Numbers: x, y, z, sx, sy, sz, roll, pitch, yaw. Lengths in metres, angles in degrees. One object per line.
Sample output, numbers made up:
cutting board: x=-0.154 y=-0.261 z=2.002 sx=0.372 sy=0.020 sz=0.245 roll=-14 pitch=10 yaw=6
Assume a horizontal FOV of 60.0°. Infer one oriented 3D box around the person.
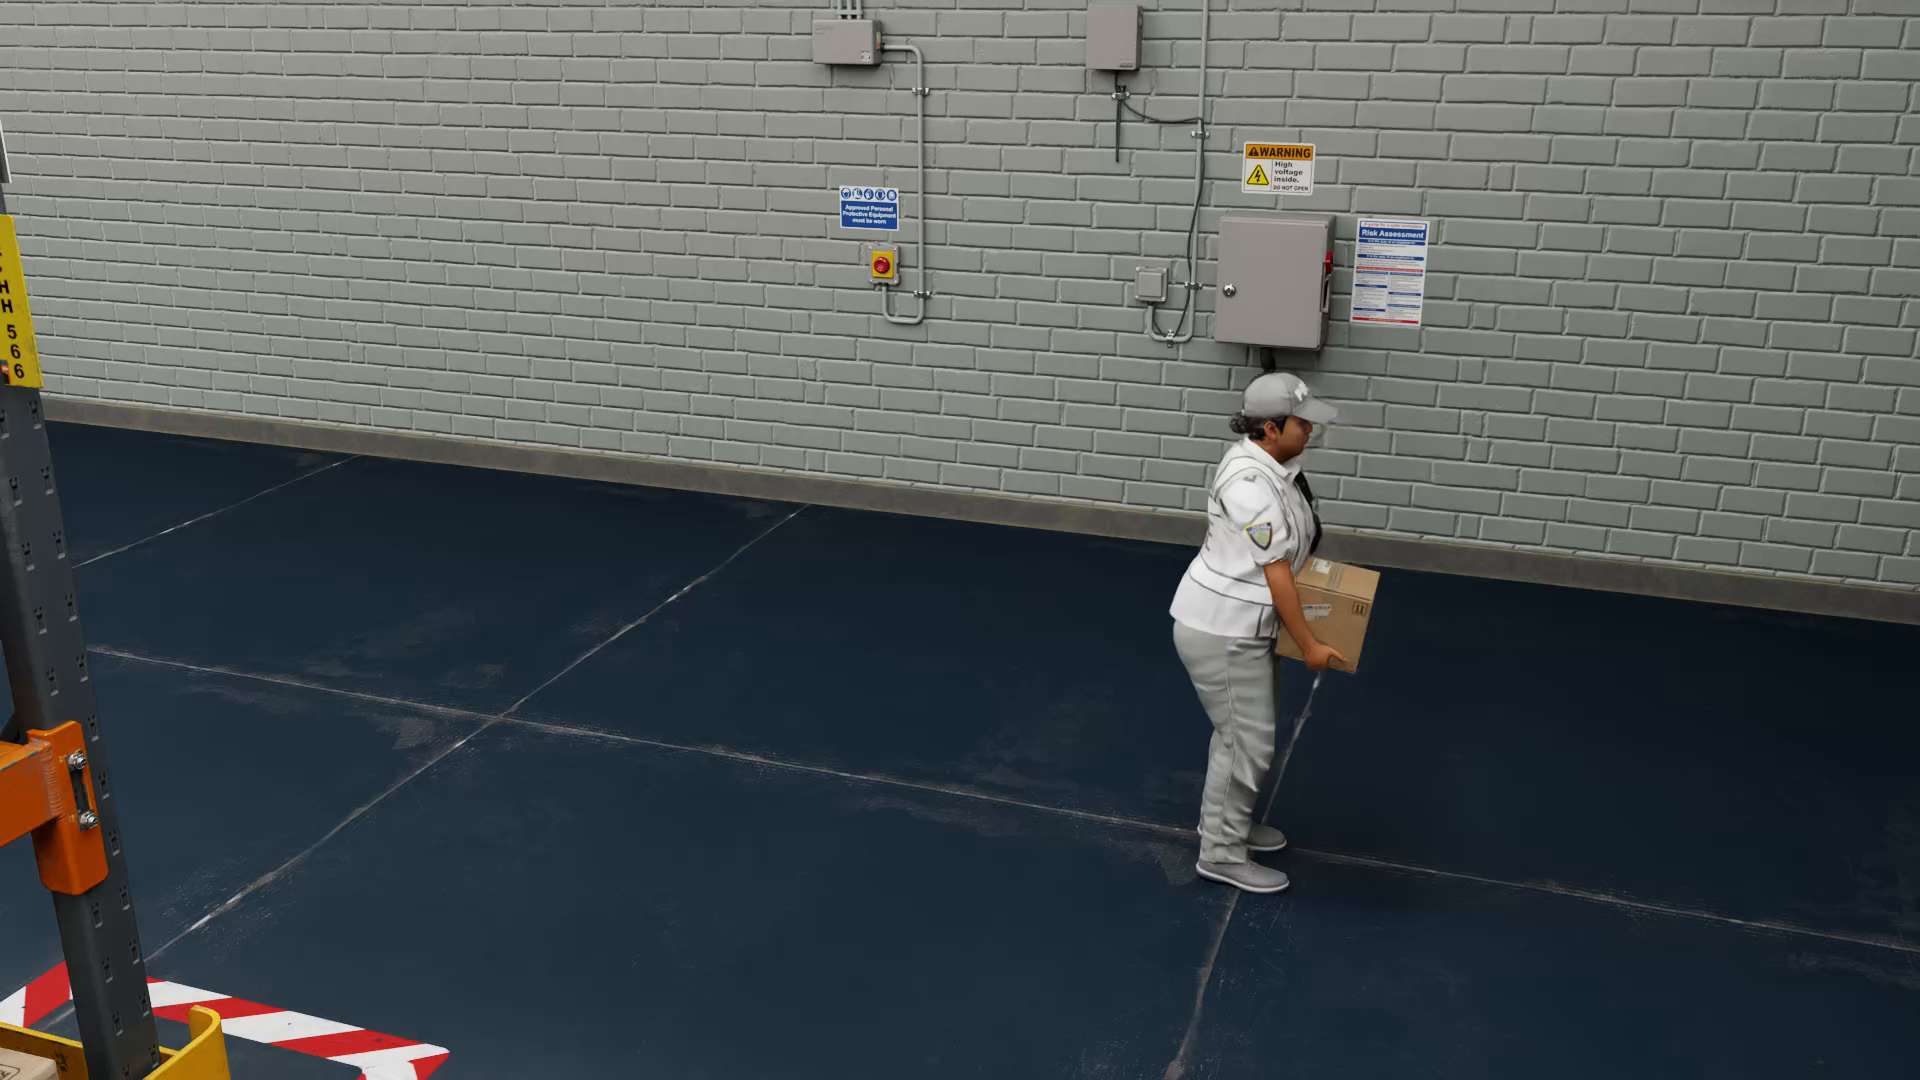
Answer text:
person: x=0.950 y=0.286 z=5.245 sx=0.563 sy=1.657 sz=0.452 roll=6 pitch=20 yaw=17
